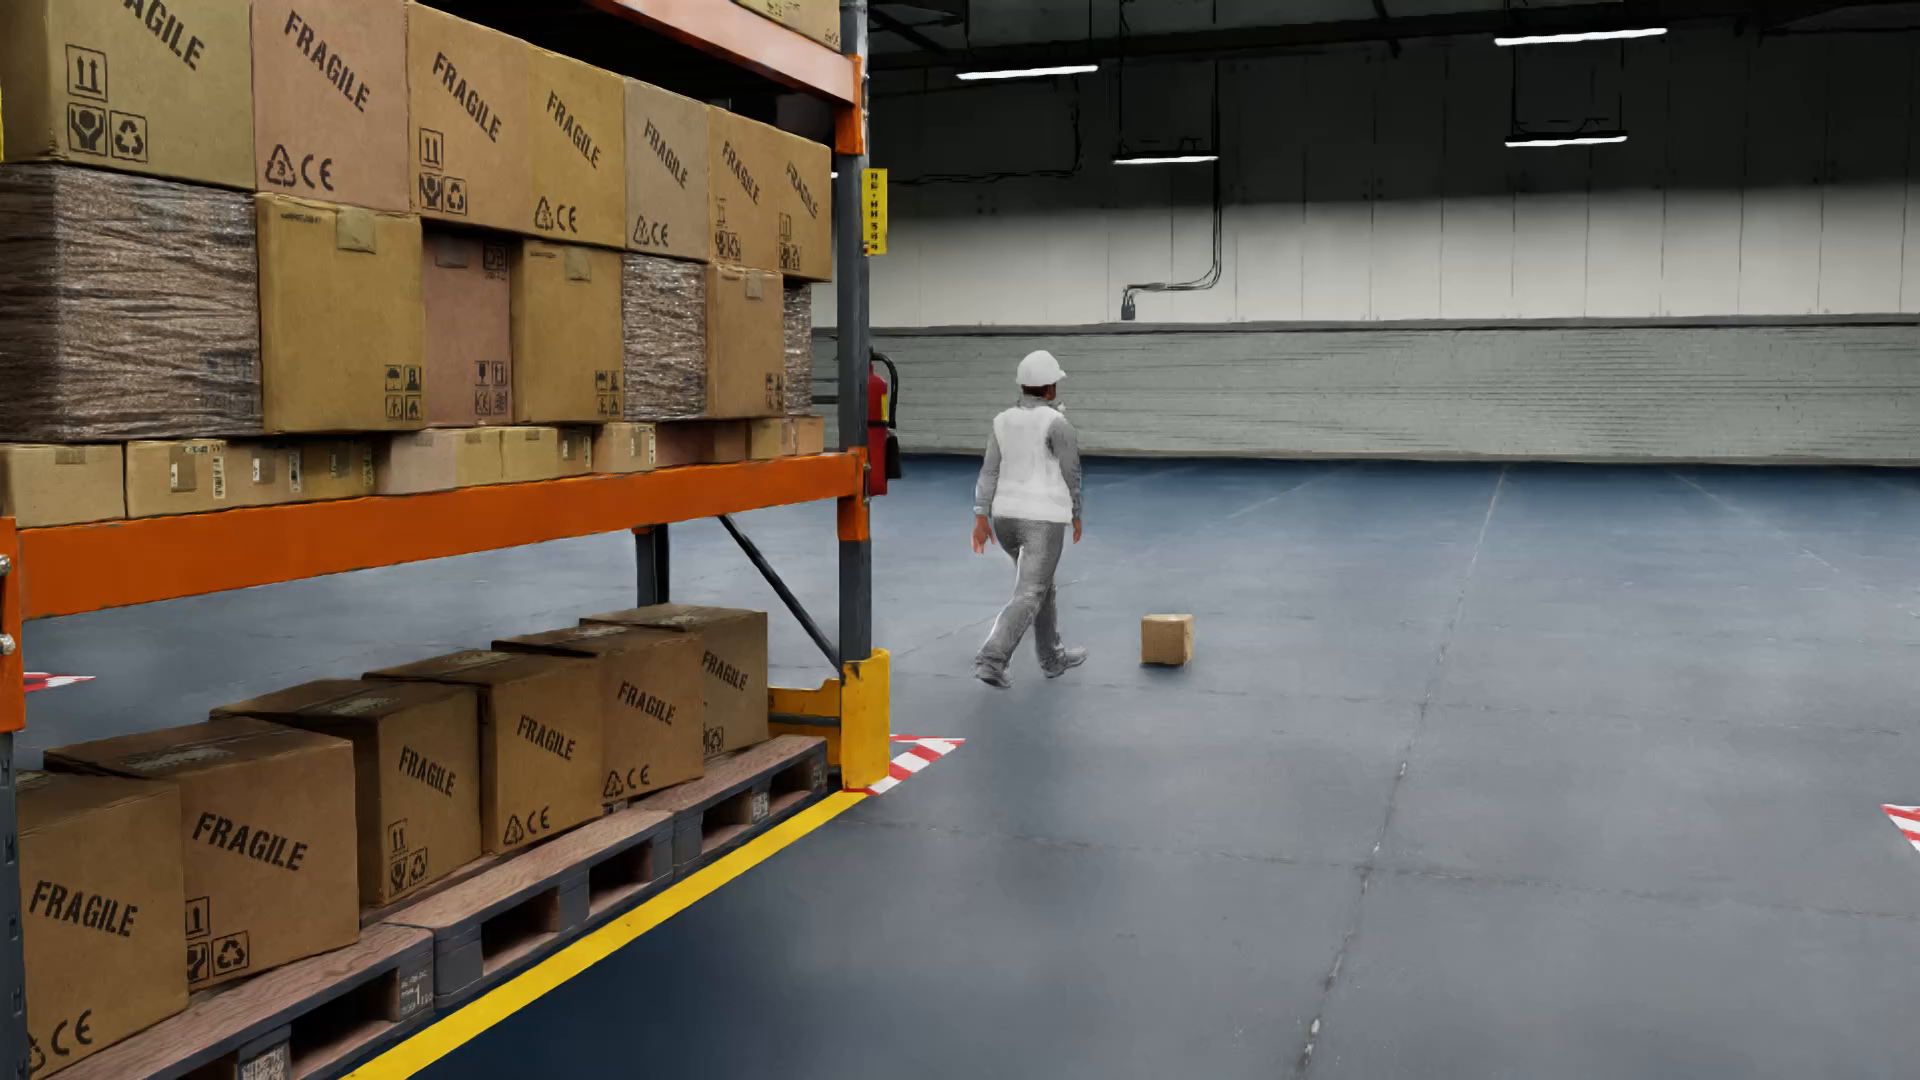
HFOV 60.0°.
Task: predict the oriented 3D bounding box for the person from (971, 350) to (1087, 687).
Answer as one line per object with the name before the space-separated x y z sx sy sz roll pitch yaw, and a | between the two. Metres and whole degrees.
person | 0.377 -0.107 8.600 0.542 1.737 1.024 5 7 44
